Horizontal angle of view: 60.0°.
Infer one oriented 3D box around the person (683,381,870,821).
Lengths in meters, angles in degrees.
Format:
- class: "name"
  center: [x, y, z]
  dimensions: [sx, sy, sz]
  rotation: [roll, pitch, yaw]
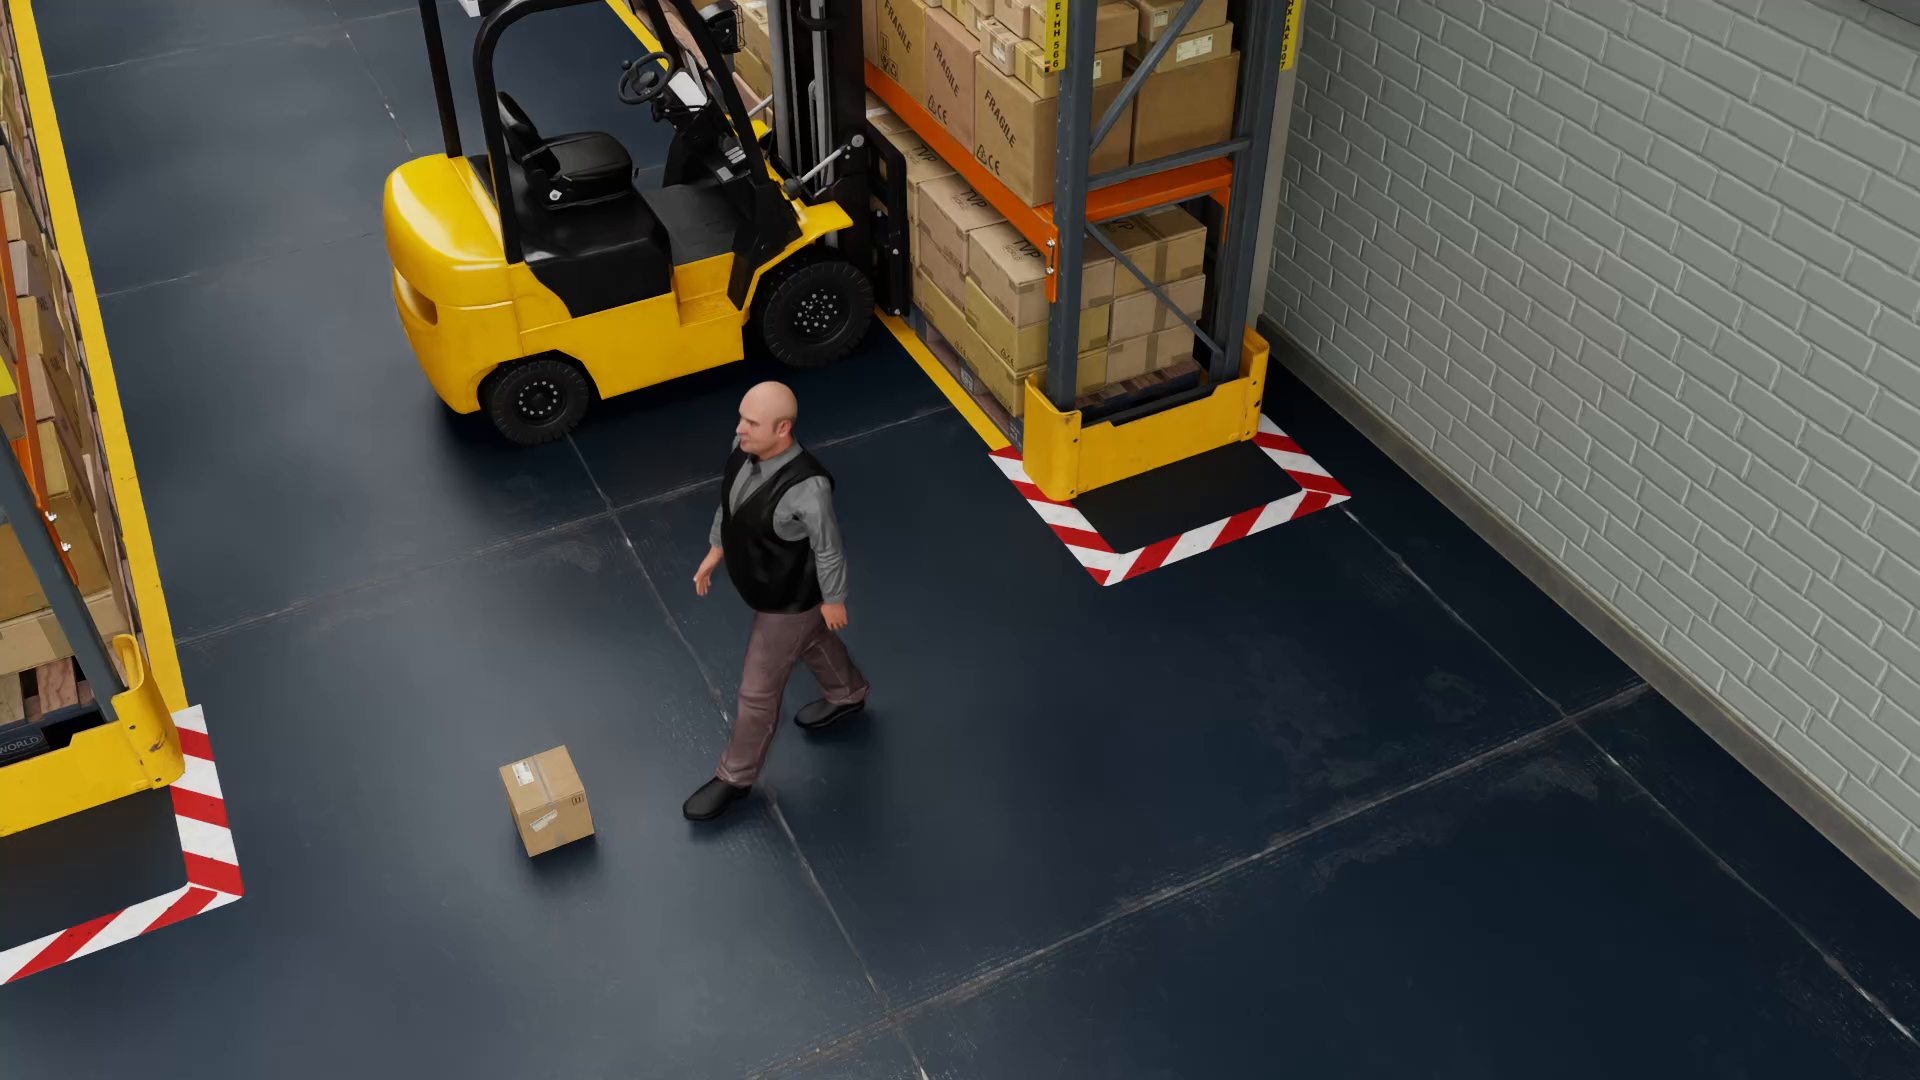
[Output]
- class: "person"
  center: [-0.738, 0.170, 5.955]
  dimensions: [0.886, 1.684, 0.546]
  rotation: [-20, 45, -21]
